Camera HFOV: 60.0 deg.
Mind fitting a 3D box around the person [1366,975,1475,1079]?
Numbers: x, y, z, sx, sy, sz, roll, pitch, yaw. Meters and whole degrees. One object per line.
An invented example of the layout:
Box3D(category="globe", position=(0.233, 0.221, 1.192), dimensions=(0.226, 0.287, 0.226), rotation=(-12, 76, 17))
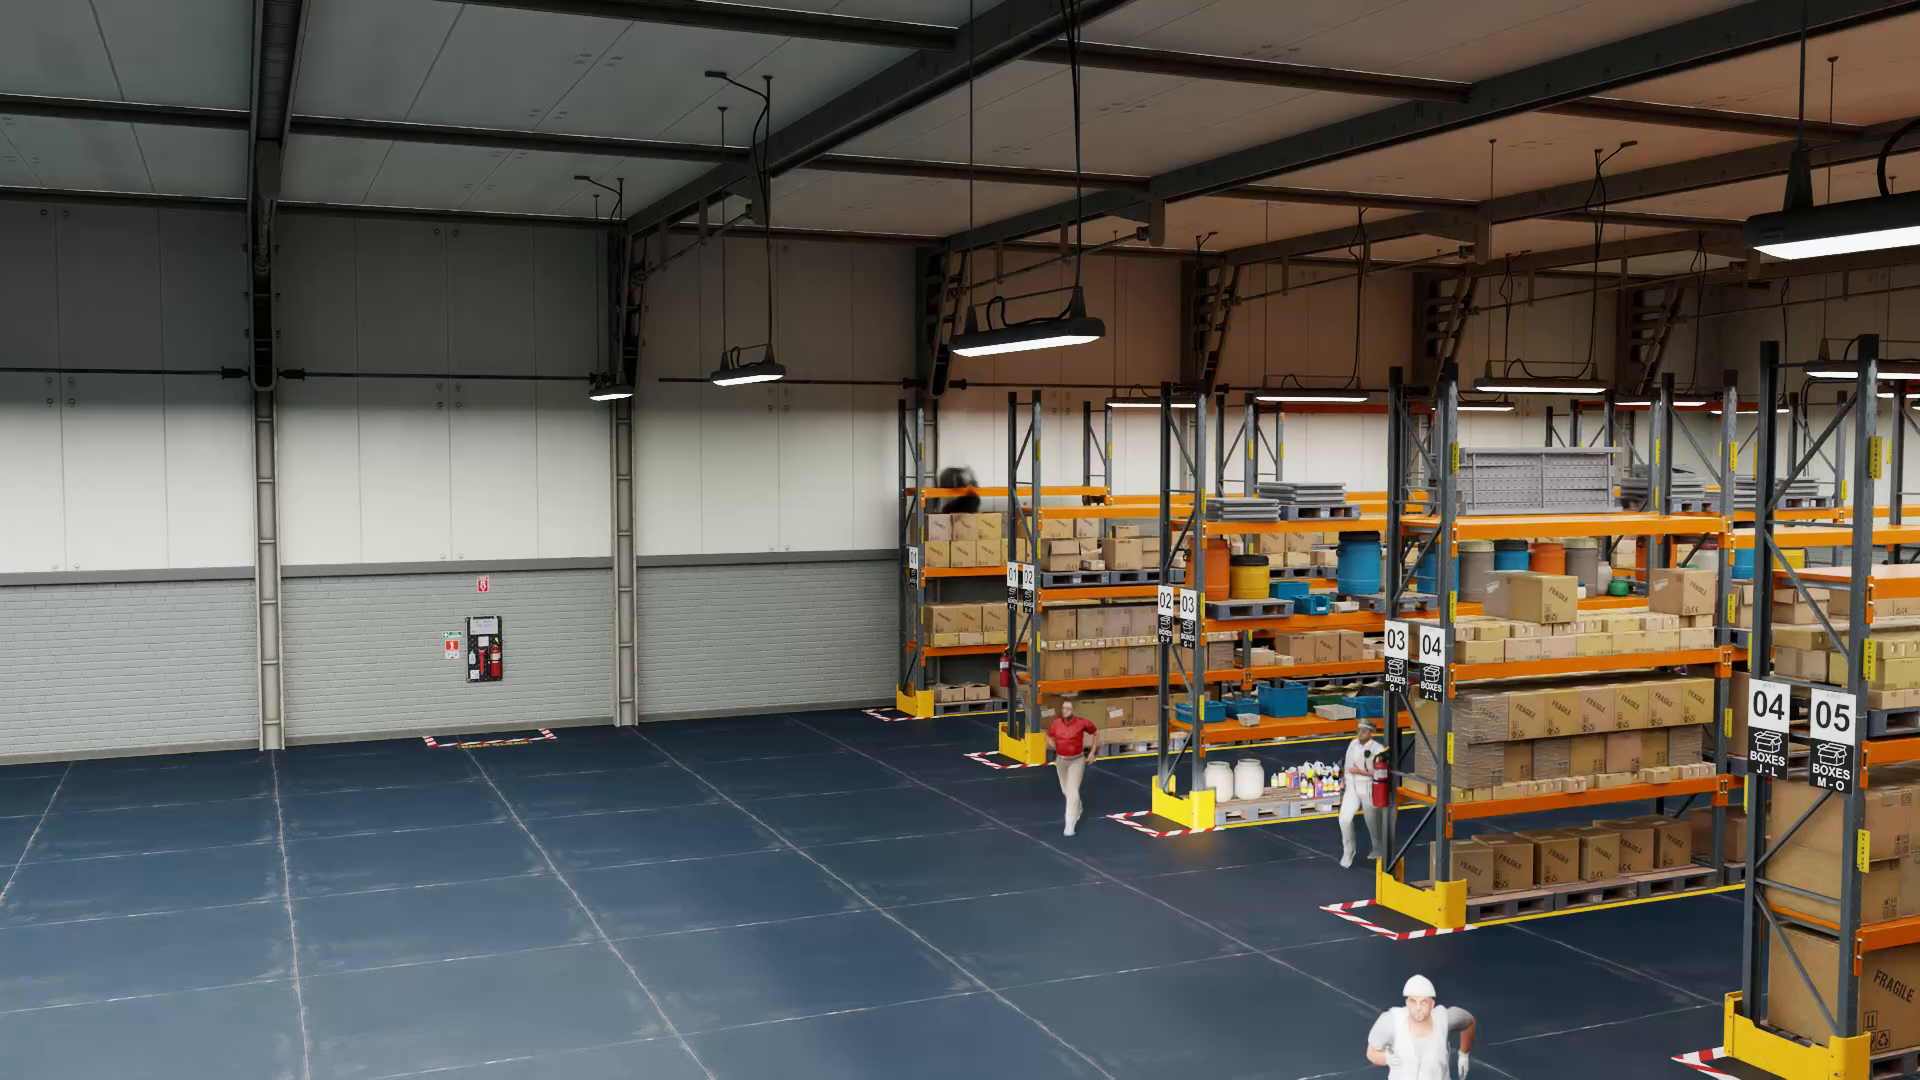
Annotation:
Box3D(category="person", position=(3.004, 3.646, 10.865), dimensions=(0.643, 1.750, 0.935), rotation=(1, 4, 23))

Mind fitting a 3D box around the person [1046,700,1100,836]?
Box3D(category="person", position=(1.482, 3.014, 22.257), dimensions=(0.678, 1.767, 0.895), rotation=(2, 4, 28))

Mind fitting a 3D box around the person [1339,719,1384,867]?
Box3D(category="person", position=(4.932, 3.089, 20.353), dimensions=(0.636, 1.840, 0.776), rotation=(3, 4, 40))
